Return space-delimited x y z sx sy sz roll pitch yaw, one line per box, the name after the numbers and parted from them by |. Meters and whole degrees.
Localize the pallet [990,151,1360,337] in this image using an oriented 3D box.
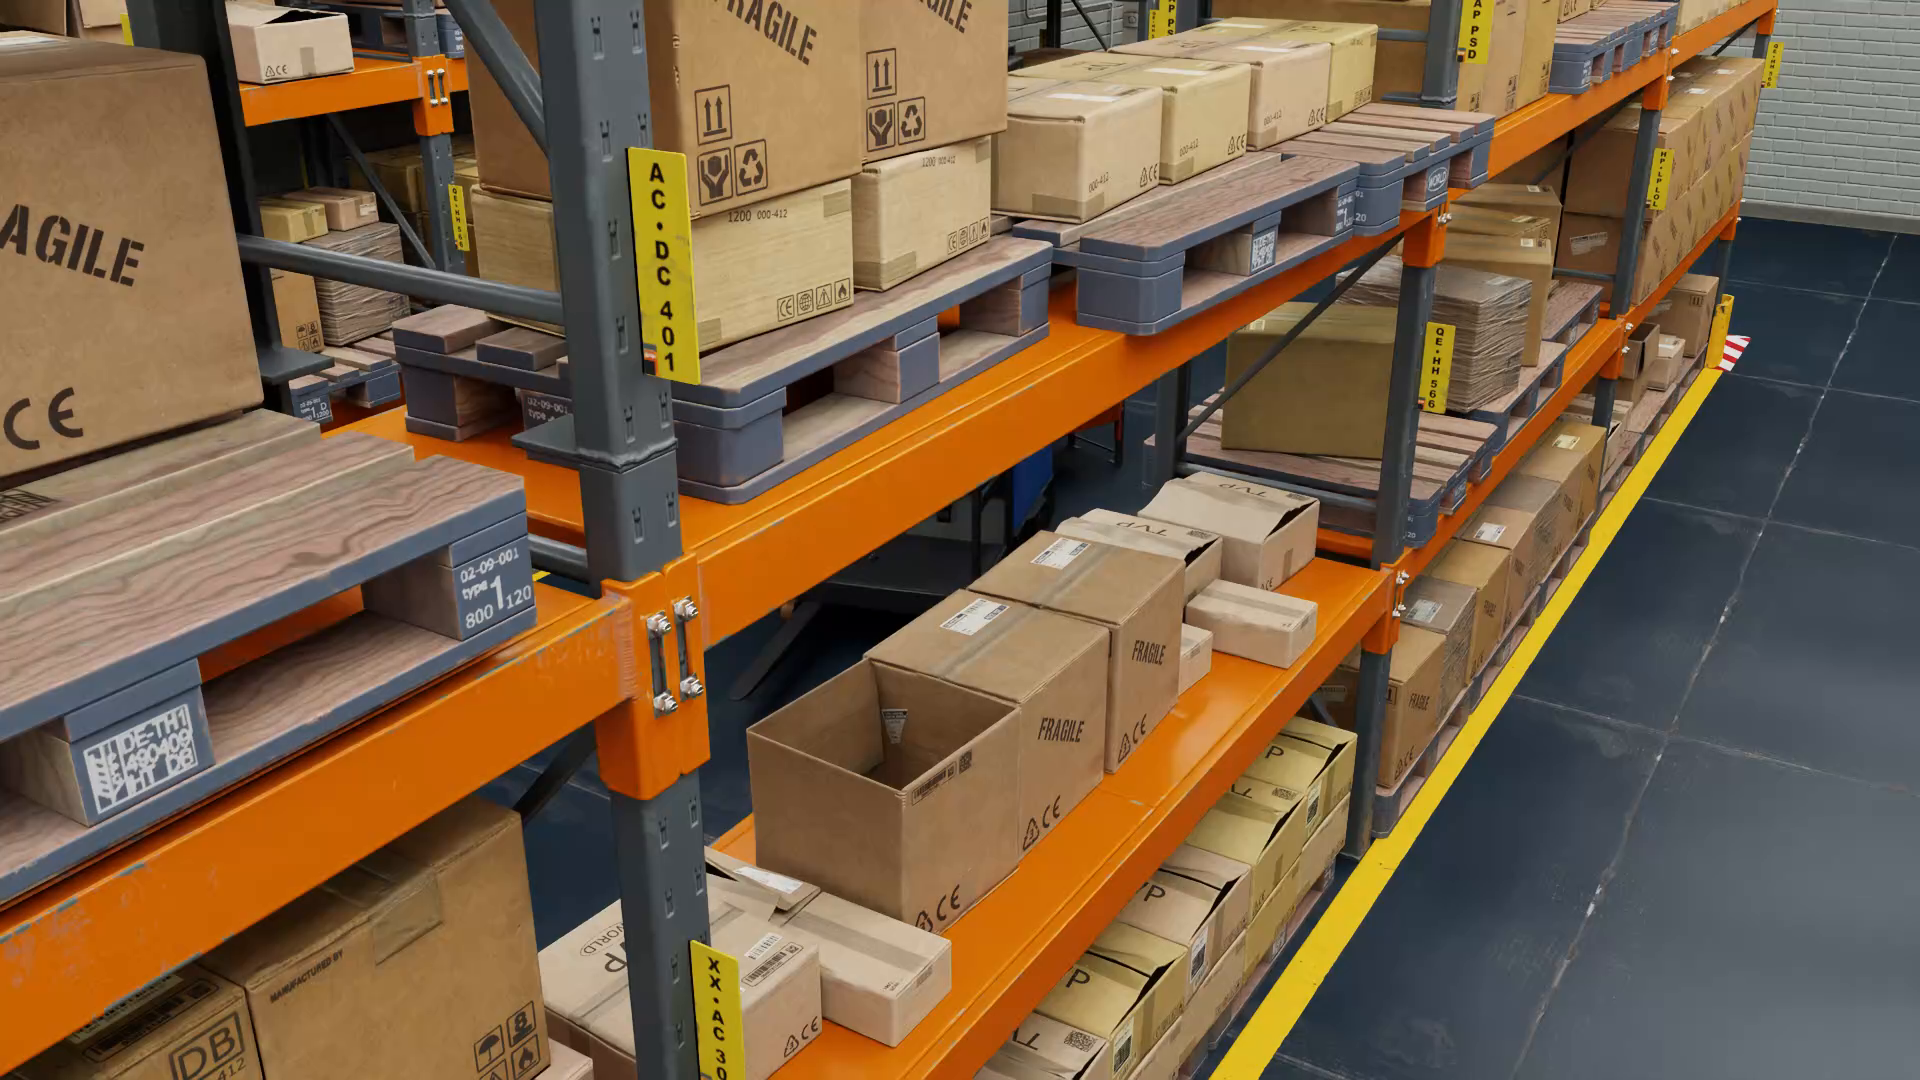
0.356 -0.860 4.423 1.003 0.211 1.213 15 28 31 | pallet

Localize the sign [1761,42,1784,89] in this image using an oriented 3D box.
5.906 -3.449 12.087 0.100 0.325 0.005 14 27 29 | sign

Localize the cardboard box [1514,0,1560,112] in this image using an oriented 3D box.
1.970 -2.120 6.970 0.910 0.500 0.500 14 27 29 | cardboard box

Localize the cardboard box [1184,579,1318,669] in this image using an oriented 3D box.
0.985 0.281 5.642 0.380 0.149 0.250 14 27 29 | cardboard box

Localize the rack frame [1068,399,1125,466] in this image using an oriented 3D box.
0.895 -1.083 10.835 0.032 1.125 0.500 -18 29 -35 | rack frame

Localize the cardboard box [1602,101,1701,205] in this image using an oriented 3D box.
4.094 -2.325 9.960 0.500 0.500 0.500 13 27 27 | cardboard box

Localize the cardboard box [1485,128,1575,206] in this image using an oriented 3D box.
3.382 -2.276 9.846 0.500 0.500 0.500 14 27 29 | cardboard box

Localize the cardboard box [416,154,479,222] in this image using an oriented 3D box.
-2.512 -1.877 8.841 0.500 0.250 0.500 15 27 30 | cardboard box

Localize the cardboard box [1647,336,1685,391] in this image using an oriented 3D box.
4.841 -1.286 11.853 0.500 0.250 0.500 14 27 29 | cardboard box

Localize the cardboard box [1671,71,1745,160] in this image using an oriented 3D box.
4.908 -2.846 11.164 0.500 0.500 0.500 15 27 30 | cardboard box

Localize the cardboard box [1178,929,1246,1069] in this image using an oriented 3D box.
0.618 1.446 5.567 0.500 0.250 0.500 15 27 30 | cardboard box

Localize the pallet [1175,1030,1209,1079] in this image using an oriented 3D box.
0.113 1.764 5.410 1.003 0.211 1.213 14 27 29 | pallet

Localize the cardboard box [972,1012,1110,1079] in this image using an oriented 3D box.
0.085 1.536 4.653 0.500 0.311 0.500 13 27 27 | cardboard box

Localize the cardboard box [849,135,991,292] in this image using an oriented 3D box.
-0.265 -0.738 3.564 0.500 0.250 0.500 11 26 24 | cardboard box

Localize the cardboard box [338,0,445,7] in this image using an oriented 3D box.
-2.783 -3.030 8.517 0.700 0.500 0.500 12 26 25 | cardboard box

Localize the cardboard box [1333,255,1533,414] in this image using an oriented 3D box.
2.106 -0.939 7.489 0.700 0.500 0.500 20 31 39 | cardboard box

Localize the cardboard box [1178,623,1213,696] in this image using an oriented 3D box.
0.600 0.362 5.455 0.380 0.149 0.250 16 28 33 | cardboard box

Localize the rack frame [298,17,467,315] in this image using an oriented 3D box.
-2.985 -1.233 8.822 1.000 3.000 0.127 14 27 29 | rack frame

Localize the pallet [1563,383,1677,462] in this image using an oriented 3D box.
4.341 -0.911 11.589 1.003 0.211 1.213 14 27 29 | pallet

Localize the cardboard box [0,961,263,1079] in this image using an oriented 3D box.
-1.379 0.835 2.287 0.700 0.500 0.500 14 27 29 | cardboard box

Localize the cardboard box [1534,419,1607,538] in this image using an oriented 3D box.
3.318 -0.374 9.431 0.500 0.500 0.500 14 27 29 | cardboard box

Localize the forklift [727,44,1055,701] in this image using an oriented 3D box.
-0.324 -0.966 8.293 1.130 2.935 3.031 6 24 14 | forklift

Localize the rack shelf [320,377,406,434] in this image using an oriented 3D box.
-4.040 -0.227 7.405 1.077 0.370 4.000 14 27 29 | rack shelf

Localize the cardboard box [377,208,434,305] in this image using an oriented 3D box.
-2.960 -1.639 9.235 0.500 0.500 0.500 14 27 29 | cardboard box

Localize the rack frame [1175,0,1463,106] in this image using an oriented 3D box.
1.225 -2.949 5.235 1.000 3.000 0.127 14 27 29 | rack frame

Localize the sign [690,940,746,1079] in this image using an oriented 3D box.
-0.413 0.836 2.853 0.100 0.325 0.005 14 27 29 | sign

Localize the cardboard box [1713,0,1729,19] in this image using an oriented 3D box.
4.334 -3.302 10.015 0.500 0.250 0.500 14 27 29 | cardboard box

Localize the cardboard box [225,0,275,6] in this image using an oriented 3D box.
-3.561 -2.469 7.752 0.500 0.500 0.500 14 27 29 | cardboard box

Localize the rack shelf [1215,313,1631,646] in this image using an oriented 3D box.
2.280 -0.541 8.129 1.077 0.370 4.000 14 27 29 | rack shelf

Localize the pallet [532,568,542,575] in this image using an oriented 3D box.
-2.506 -0.203 9.954 1.003 0.211 1.213 14 27 29 | pallet

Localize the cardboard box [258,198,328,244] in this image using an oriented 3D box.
-3.299 -1.544 8.044 0.380 0.149 0.250 9 25 20 | cardboard box

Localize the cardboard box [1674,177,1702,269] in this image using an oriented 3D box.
4.368 -2.049 10.580 0.500 0.500 0.500 14 27 29 | cardboard box

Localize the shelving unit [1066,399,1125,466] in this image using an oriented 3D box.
0.497 -0.957 10.544 1.048 1.125 0.538 -18 29 -35 | shelving unit

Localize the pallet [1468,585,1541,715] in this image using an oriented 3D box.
2.295 0.430 8.492 1.003 0.211 1.213 14 27 29 | pallet

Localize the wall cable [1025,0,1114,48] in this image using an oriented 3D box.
1.106 -5.029 16.313 0.084 1.984 1.851 14 27 29 | wall cable

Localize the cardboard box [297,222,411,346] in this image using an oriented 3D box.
-3.225 -1.320 8.343 0.700 0.500 0.500 11 26 23 | cardboard box

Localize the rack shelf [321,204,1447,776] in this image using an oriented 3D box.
0.170 -0.567 4.414 1.077 0.370 4.000 14 27 29 | rack shelf

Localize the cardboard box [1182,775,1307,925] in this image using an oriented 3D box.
0.889 1.021 5.842 0.500 0.311 0.500 13 27 28 | cardboard box

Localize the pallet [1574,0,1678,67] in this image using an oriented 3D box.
2.931 -2.631 8.512 1.213 0.211 1.003 14 27 29 | pallet

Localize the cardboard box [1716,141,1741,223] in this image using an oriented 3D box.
5.169 -2.558 11.757 0.500 0.500 0.500 14 27 29 | cardboard box

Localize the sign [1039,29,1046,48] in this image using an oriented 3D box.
0.766 -4.485 15.144 0.100 0.325 0.005 14 27 29 | sign

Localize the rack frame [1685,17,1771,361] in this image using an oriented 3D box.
5.445 -2.896 12.664 1.000 3.000 0.127 14 27 29 | rack frame

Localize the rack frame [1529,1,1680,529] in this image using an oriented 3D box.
3.335 -1.546 9.545 1.000 3.000 0.127 14 27 29 | rack frame

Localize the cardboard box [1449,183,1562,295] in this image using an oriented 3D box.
2.895 -1.671 9.181 0.700 0.500 0.500 5 24 11 | cardboard box

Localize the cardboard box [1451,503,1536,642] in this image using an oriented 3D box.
2.519 0.132 8.261 0.500 0.500 0.500 13 27 27 | cardboard box

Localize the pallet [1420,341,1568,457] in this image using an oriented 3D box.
2.247 -0.765 7.983 1.003 0.211 1.213 14 27 29 | pallet

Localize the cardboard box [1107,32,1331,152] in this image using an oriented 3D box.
0.772 -1.351 4.979 0.500 0.250 0.500 15 27 30 | cardboard box

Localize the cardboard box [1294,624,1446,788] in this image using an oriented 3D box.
1.708 0.656 7.052 0.500 0.500 0.500 15 28 31 | cardboard box

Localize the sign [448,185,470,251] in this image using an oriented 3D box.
-2.519 -1.617 8.352 0.100 0.325 0.005 14 27 29 | sign

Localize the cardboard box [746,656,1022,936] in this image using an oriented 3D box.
-0.188 0.675 4.290 0.500 0.500 0.500 16 28 33 | cardboard box

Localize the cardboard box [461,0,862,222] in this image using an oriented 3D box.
-0.526 -0.890 2.971 0.500 0.500 0.500 14 27 30 | cardboard box
